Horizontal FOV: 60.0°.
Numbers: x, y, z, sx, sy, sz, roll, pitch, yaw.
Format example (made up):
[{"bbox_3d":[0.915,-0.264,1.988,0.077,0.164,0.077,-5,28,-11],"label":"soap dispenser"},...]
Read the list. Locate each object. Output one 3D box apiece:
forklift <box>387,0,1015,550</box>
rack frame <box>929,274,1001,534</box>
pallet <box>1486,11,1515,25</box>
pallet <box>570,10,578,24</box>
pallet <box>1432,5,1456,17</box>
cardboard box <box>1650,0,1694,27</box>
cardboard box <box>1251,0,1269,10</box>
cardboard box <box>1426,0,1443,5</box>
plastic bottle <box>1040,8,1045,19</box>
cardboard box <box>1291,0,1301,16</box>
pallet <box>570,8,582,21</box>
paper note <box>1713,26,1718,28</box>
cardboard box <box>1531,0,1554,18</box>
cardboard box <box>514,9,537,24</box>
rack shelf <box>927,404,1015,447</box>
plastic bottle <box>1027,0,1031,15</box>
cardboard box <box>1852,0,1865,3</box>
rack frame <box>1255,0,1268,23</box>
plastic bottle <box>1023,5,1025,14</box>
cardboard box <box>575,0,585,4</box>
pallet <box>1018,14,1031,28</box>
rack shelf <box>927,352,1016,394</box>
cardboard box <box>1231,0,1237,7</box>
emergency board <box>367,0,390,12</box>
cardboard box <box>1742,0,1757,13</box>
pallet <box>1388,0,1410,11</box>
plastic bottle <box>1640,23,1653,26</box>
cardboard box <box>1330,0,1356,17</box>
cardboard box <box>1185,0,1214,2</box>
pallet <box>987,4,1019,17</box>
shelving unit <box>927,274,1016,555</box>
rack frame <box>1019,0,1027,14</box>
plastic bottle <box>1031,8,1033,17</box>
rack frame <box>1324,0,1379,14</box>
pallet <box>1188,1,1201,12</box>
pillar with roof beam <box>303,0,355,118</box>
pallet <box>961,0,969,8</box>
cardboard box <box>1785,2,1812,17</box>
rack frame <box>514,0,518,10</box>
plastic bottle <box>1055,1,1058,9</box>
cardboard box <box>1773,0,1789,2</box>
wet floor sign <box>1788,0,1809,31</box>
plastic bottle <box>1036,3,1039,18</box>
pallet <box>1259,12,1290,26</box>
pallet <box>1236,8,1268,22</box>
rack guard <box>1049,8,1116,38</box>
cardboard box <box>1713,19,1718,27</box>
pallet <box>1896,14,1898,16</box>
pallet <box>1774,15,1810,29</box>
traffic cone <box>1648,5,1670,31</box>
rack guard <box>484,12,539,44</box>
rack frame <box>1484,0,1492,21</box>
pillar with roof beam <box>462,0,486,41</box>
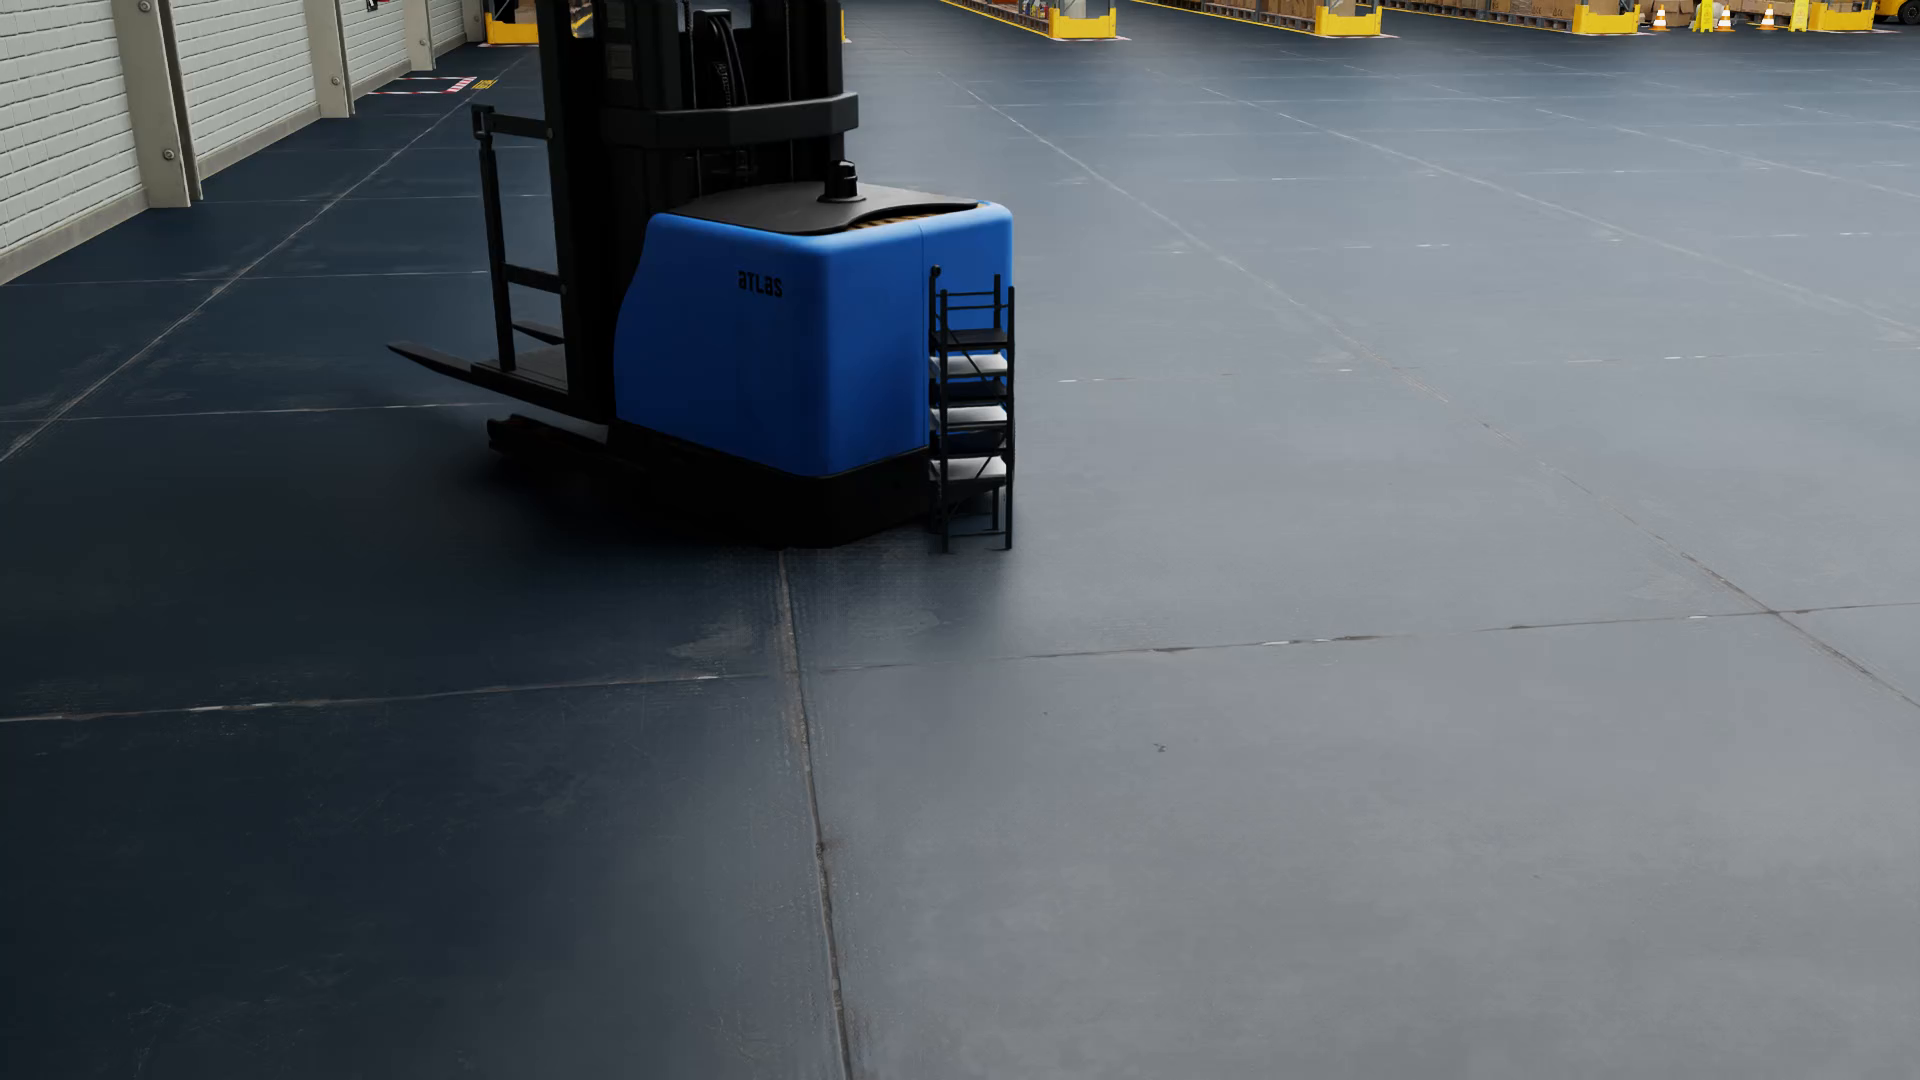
[{"bbox_3d":[-1.222,-1.760,6.238,3.031,2.935,1.130,18,27,40],"label":"forklift"},{"bbox_3d":[0.016,-0.450,5.635,0.240,0.900,0.006,-4,21,-11],"label":"rack frame"},{"bbox_3d":[11.543,-10.746,34.185,1.003,0.211,1.213,-3,21,-8],"label":"pallet"},{"bbox_3d":[-8.410,-10.741,34.173,1.003,0.211,1.213,-3,21,-8],"label":"pallet"},{"bbox_3d":[11.145,-11.699,36.739,1.003,0.211,1.213,-3,21,-8],"label":"pallet"},{"bbox_3d":[14.212,-10.530,33.190,0.637,0.503,0.797,17,27,39],"label":"cardboard box"},{"bbox_3d":[6.520,-11.353,34.769,0.700,0.500,0.500,-5,21,-12],"label":"cardboard box"},{"bbox_3d":[11.062,-12.329,37.054,1.050,0.750,0.750,-3,21,-7],"label":"cardboard box"},{"bbox_3d":[1.564,-9.978,31.515,0.097,0.201,0.097,0,20,0],"label":"plastic bottle"},{"bbox_3d":[6.863,-10.580,32.729,0.500,0.500,0.500,-5,21,-13],"label":"cardboard box"},{"bbox_3d":[-8.583,-11.162,35.301,1.003,0.211,1.213,-3,21,-8],"label":"pallet"},{"bbox_3d":[14.865,-10.055,32.594,0.148,0.019,0.142,-11,23,-26],"label":"paper note"},{"bbox_3d":[11.795,-10.672,32.438,0.875,0.875,0.875,-3,21,-9],"label":"cardboard box"},{"bbox_3d":[-7.551,-9.160,29.169,0.500,0.311,0.500,-5,21,-14],"label":"cardboard box"},{"bbox_3d":[0.036,-0.384,5.554,0.258,0.077,0.200,-4,21,-11],"label":"rack shelf"},{"bbox_3d":[1.392,-10.519,32.750,0.144,0.351,0.185,-2,21,-6],"label":"plastic bottle"},{"bbox_3d":[21.004,-12.649,38.090,0.875,0.625,0.625,-4,21,-10],"label":"cardboard box"},{"bbox_3d":[6.588,-12.104,33.836,1.000,3.000,0.127,-3,21,-8],"label":"rack frame"},{"bbox_3d":[1.313,-10.582,33.131,0.097,0.201,0.097,0,20,0],"label":"plastic bottle"},{"bbox_3d":[-8.670,-12.190,36.540,0.750,0.750,0.750,-3,21,-8],"label":"cardboard box"},{"bbox_3d":[1.742,-10.313,33.027,1.003,0.211,1.213,-3,21,-8],"label":"pallet"},{"bbox_3d":[0.036,-0.553,5.491,0.258,0.077,0.200,-4,21,-11],"label":"rack shelf"},{"bbox_3d":[6.309,-11.906,36.249,0.700,0.500,0.500,-1,21,-3],"label":"cardboard box"},{"bbox_3d":[-7.314,-7.233,20.796,0.194,1.169,0.643,-3,21,-8],"label":"emergency board"},{"bbox_3d":[16.379,-10.927,34.014,0.500,0.250,0.500,-3,21,-8],"label":"cardboard box"},{"bbox_3d":[10.823,-12.668,39.333,1.003,0.211,1.213,-3,21,-8],"label":"pallet"},{"bbox_3d":[13.665,-10.287,33.170,0.133,0.061,0.283,-11,23,-26],"label":"plastic bottle"},{"bbox_3d":[7.091,-9.962,31.073,0.500,0.500,0.500,1,20,2],"label":"cardboard box"},{"bbox_3d":[5.932,-12.930,38.485,1.225,0.875,0.875,-4,21,-10],"label":"cardboard box"},{"bbox_3d":[1.183,-11.663,36.640,1.003,0.211,1.213,-3,21,-8],"label":"pallet"},{"bbox_3d":[0.036,-0.415,5.542,0.258,0.900,0.210,-4,21,-11],"label":"shelving unit"},{"bbox_3d":[1.686,-11.854,33.168,1.000,3.000,0.127,-3,21,-8],"label":"rack frame"},{"bbox_3d":[1.437,-10.284,32.335,0.097,0.201,0.097,0,20,0],"label":"plastic bottle"},{"bbox_3d":[7.164,-10.719,30.128,1.000,3.000,0.127,-3,21,-8],"label":"rack frame"},{"bbox_3d":[5.972,-12.459,38.773,1.003,0.211,1.213,-3,21,-8],"label":"pallet"},{"bbox_3d":[-2.508,-9.041,17.061,9.100,9.000,0.400,-3,21,-8],"label":"pillar with roof beam"},{"bbox_3d":[0.603,-13.048,40.351,1.003,0.211,1.213,-3,21,-8],"label":"pallet"},{"bbox_3d":[16.585,-10.402,32.609,0.500,0.250,0.500,-3,21,-8],"label":"cardboard box"},{"bbox_3d":[-8.117,-11.354,31.830,1.000,3.000,0.127,-3,21,-8],"label":"rack frame"},{"bbox_3d":[1.949,-10.493,32.788,0.152,0.276,0.135,-3,21,-8],"label":"plastic bottle"},{"bbox_3d":[16.519,-10.924,32.934,0.500,0.500,0.500,-2,21,-6],"label":"cardboard box"},{"bbox_3d":[15.939,-9.996,31.558,0.267,0.644,0.232,4,21,11],"label":"wet floor sign"},{"bbox_3d":[1.535,-10.150,31.868,0.152,0.276,0.135,-3,21,-9],"label":"plastic bottle"},{"bbox_3d":[6.719,-10.567,33.706,1.003,0.211,1.213,-3,21,-8],"label":"pallet"},{"bbox_3d":[6.474,-11.067,35.046,1.003,0.211,1.213,-3,21,-8],"label":"pallet"},{"bbox_3d":[2.206,-9.322,29.961,1.175,0.500,0.348,-3,21,-8],"label":"rack guard"},{"bbox_3d":[14.783,-10.235,32.907,0.380,0.149,0.250,8,22,20],"label":"cardboard box"},{"bbox_3d":[21.161,-11.802,37.014,1.003,0.211,1.213,-3,21,-8],"label":"pallet"},{"bbox_3d":[16.878,-10.222,32.783,1.003,0.211,1.213,-3,21,-8],"label":"pallet"},{"bbox_3d":[13.416,-10.001,31.832,0.336,0.463,0.334,-3,21,-8],"label":"traffic cone"},{"bbox_3d":[-7.552,-8.825,28.629,1.175,0.500,0.348,-3,21,-8],"label":"rack guard"},{"bbox_3d":[11.510,-12.319,34.412,1.000,3.000,0.127,-3,21,-8],"label":"rack frame"},{"bbox_3d":[-4.237,-13.196,28.185,9.100,9.000,0.400,-3,21,-8],"label":"pillar with roof beam"}]
